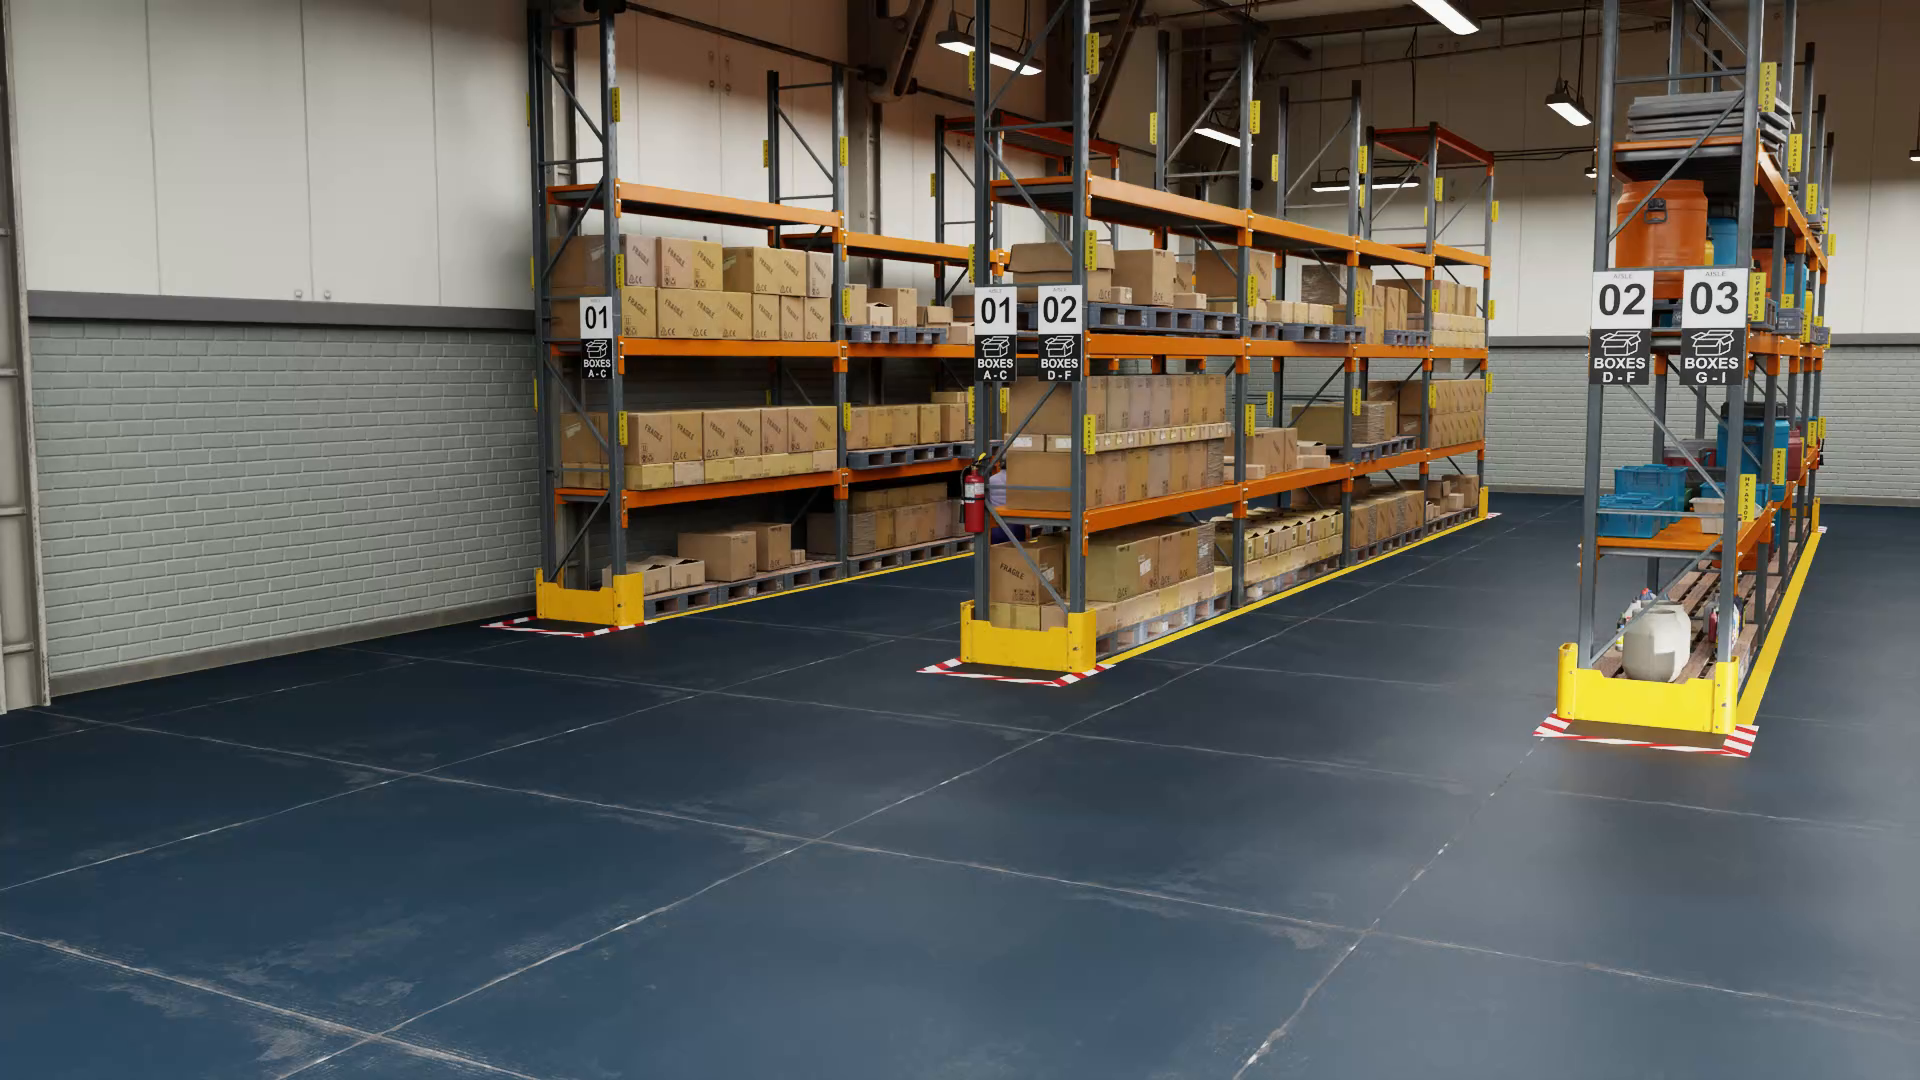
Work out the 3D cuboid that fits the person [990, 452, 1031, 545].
[{"bbox_3d":[0.492,-0.085,17.211,0.556,1.651,0.376,3,7,26],"label":"person"}]
